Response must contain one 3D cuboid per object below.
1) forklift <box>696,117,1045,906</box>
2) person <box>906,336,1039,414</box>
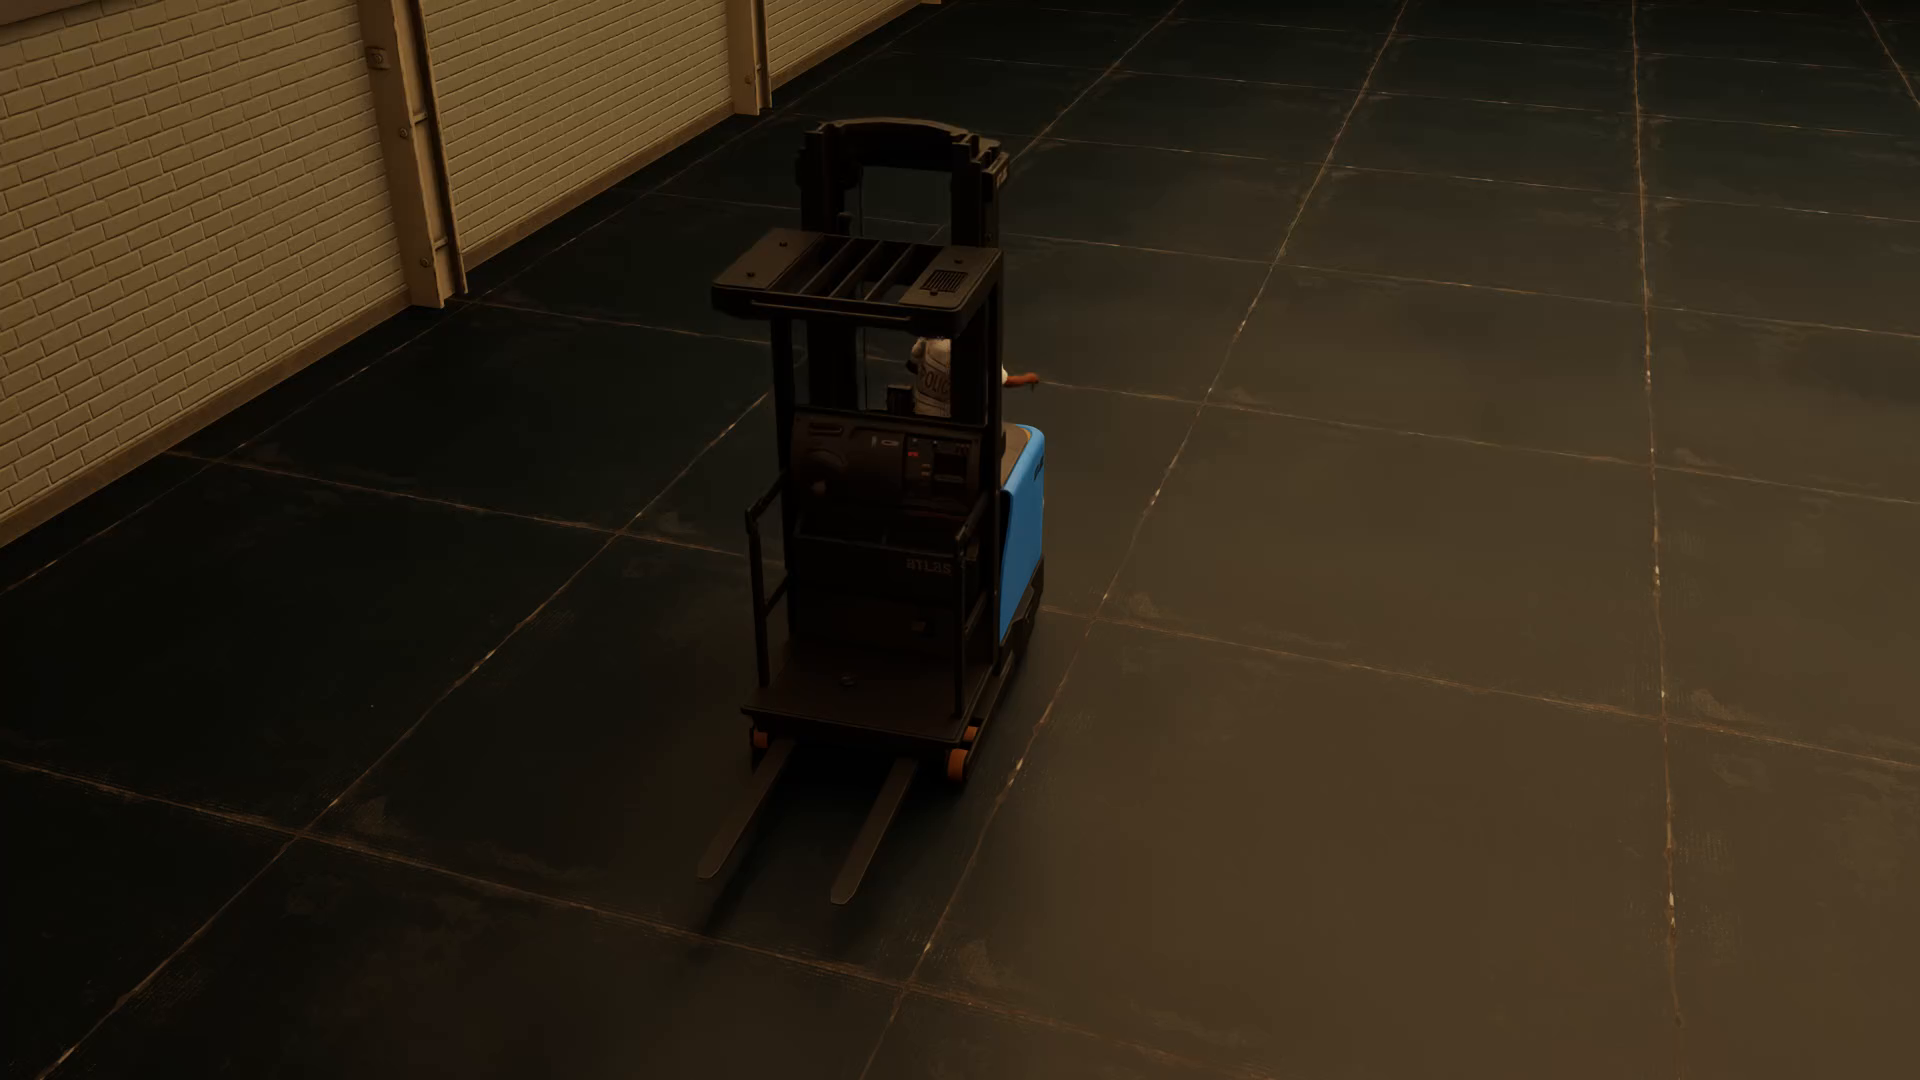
[{"bbox_3d":[-0.409,-0.316,7.691,1.130,2.935,3.031,8,31,13],"label":"forklift"},{"bbox_3d":[0.094,-0.845,10.071,0.763,1.483,0.723,14,33,23],"label":"person"}]
